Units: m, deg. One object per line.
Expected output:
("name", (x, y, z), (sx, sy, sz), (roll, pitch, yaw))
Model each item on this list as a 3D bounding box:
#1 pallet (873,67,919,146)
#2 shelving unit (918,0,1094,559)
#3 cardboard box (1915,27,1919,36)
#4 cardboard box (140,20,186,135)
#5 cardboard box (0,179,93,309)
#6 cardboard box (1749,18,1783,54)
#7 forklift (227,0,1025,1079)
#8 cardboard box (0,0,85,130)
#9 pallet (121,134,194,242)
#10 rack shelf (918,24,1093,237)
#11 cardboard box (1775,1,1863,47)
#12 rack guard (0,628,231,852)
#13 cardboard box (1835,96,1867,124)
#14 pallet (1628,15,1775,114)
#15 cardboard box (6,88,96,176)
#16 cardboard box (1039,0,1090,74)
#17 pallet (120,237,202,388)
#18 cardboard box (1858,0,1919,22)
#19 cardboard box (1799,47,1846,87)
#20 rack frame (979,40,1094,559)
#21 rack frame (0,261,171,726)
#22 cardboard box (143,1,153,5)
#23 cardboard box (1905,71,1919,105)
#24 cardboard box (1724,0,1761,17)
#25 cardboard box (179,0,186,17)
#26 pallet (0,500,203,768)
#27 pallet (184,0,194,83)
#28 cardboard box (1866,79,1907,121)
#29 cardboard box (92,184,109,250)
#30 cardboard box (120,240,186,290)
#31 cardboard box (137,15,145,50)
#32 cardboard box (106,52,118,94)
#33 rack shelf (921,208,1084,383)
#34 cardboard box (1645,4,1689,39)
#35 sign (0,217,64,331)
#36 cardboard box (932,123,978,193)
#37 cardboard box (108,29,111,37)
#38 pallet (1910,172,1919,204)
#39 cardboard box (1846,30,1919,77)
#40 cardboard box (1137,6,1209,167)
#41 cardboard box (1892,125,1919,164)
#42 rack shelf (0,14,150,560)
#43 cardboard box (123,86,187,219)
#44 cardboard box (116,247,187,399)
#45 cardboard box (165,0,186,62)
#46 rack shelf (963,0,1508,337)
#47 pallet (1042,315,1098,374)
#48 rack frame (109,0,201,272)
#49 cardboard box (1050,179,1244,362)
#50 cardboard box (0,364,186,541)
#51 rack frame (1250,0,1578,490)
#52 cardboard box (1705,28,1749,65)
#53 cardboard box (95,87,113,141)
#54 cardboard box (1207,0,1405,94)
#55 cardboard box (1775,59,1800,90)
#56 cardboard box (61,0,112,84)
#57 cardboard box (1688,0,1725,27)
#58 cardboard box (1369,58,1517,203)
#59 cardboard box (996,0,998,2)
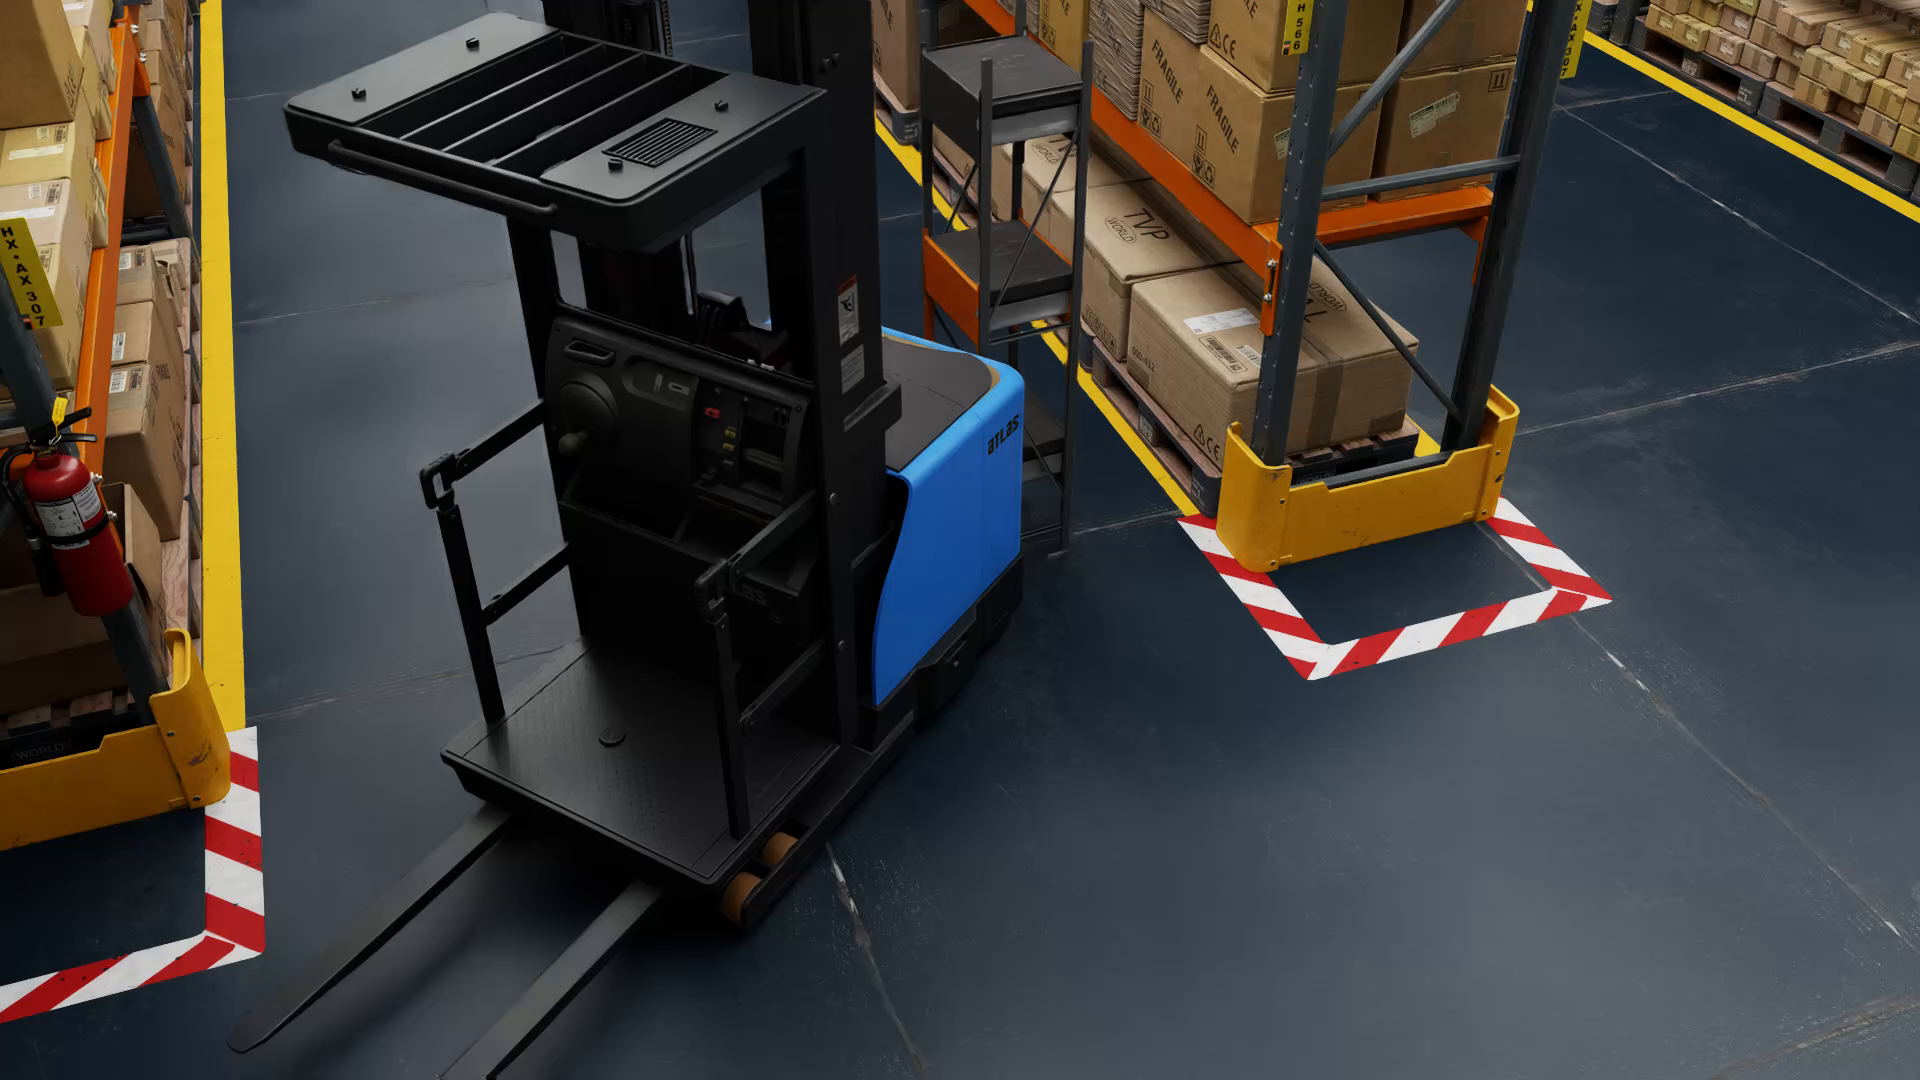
("pallet", (-0.088, -2.853, 10.362), (1.003, 0.211, 1.213), (-12, 39, -16))
("shelving unit", (0.149, -0.872, 6.163), (0.431, 2.100, 0.503), (-16, 40, -20))
("cardboard box", (5.729, -2.864, 9.585), (0.380, 0.149, 0.250), (-12, 39, -16))
("cardboard box", (-4.726, -2.588, 9.421), (0.500, 0.500, 0.500), (-14, 39, -17))
("cardboard box", (-3.111, -0.913, 5.346), (0.500, 0.250, 0.500), (-12, 39, -15))
("cardboard box", (5.065, -3.098, 10.143), (0.380, 0.149, 0.250), (-14, 39, -18))
("forklift", (-0.947, -0.293, 4.703), (1.130, 2.935, 3.031), (20, 41, 24))
("cardboard box", (-3.454, -1.775, 5.868), (0.500, 0.500, 0.500), (-11, 38, -15))
("pallet", (-4.726, -1.855, 9.037), (1.003, 0.211, 1.213), (-12, 39, -16))
("rack shelf", (0.149, -1.421, 5.750), (0.431, 0.518, 0.480), (-16, 40, -20))
("cardboard box", (5.080, -3.054, 9.837), (0.380, 0.149, 0.250), (-12, 39, -15))
("rack guard", (-3.060, 0.698, 5.408), (1.175, 0.500, 0.348), (-12, 39, -16))
("cardboard box", (5.332, -2.528, 9.634), (0.380, 0.149, 0.250), (-11, 38, -15))
("pallet", (5.126, -3.143, 10.747), (1.003, 0.211, 1.213), (-12, 39, -16))
("cardboard box", (-3.484, -1.483, 6.103), (0.500, 0.250, 0.500), (-13, 39, -17))
("cardboard box", (0.676, -2.409, 7.372), (0.500, 0.500, 0.500), (-11, 38, -15))
("pallet", (-4.175, -1.015, 7.922), (1.003, 0.211, 1.213), (-12, 39, -16))
("cardboard box", (5.642, -3.176, 10.000), (0.380, 0.149, 0.250), (-14, 39, -18))
("cardboard box", (5.165, -2.782, 9.723), (0.380, 0.149, 0.250), (-13, 39, -16))
("rack frame", (0.252, -0.739, 5.986), (0.400, 2.100, 0.015), (-16, 40, -20))
("rack frame", (-3.034, -0.257, 4.598), (1.000, 3.000, 0.127), (-12, 39, -16))
("cardboard box", (-4.949, -3.224, 9.726), (0.380, 0.149, 0.250), (-14, 39, -18))
("cardboard box", (5.403, -2.456, 9.043), (0.380, 0.149, 0.250), (-11, 38, -14))
("cardboard box", (4.958, -3.357, 10.240), (0.380, 0.149, 0.250), (-13, 39, -17))
("cardboard box", (-5.440, -3.752, 10.966), (0.500, 0.500, 0.500), (-11, 38, -15))
("pallet", (-3.335, 0.364, 6.092), (1.003, 0.211, 1.213), (-12, 39, -16))
("pallet", (-5.566, -3.233, 10.867), (1.003, 0.211, 1.213), (-12, 39, -16))
("cardboard box", (5.347, -2.488, 9.333), (0.380, 0.149, 0.250), (-11, 38, -14))
("cardboard box", (-3.286, -1.138, 5.976), (0.380, 0.149, 0.250), (-14, 39, -17))
("cardboard box", (-3.943, -1.292, 7.993), (0.380, 0.149, 0.250), (-14, 39, -17))
("cardboard box", (-4.709, -2.787, 9.146), (0.380, 0.149, 0.250), (-13, 39, -16))
("cardboard box", (-3.842, -2.004, 7.127), (0.380, 0.149, 0.250), (-11, 38, -15))
("rack shelf", (0.149, -0.861, 6.171), (0.431, 0.518, 0.480), (-16, 40, -20))
("cardboard box", (4.685, -3.386, 10.772), (0.380, 0.149, 0.250), (-14, 39, -18))
("sign", (-2.525, -0.716, 4.487), (0.100, 0.325, 0.005), (-12, 39, -16))
("cardboard box", (0.364, -2.314, 9.110), (0.875, 0.438, 0.875), (-13, 39, -17))
("cardboard box", (-4.064, -2.289, 7.504), (0.380, 0.149, 0.250), (-12, 39, -15))
("pallet", (5.966, -1.764, 8.917), (1.003, 0.211, 1.213), (-12, 39, -16))
("cardboard box", (5.299, -2.770, 9.460), (0.380, 0.149, 0.250), (-12, 39, -16))
("cardboard box", (1.052, -1.831, 6.605), (0.500, 0.500, 0.500), (-13, 39, -17))
("cardboard box", (5.424, -2.212, 9.213), (0.380, 0.149, 0.250), (-14, 39, -18))
("rack shelf", (-3.722, -1.100, 6.315), (1.077, 0.370, 4.000), (-12, 39, -16))
("cardboard box", (-4.366, -2.006, 8.649), (0.500, 0.500, 0.500), (-11, 38, -14))
("cardboard box", (-3.770, -0.869, 7.139), (0.700, 0.500, 0.500), (-14, 39, -18))
("cardboard box", (-5.095, -3.172, 10.196), (0.500, 0.500, 0.500), (-11, 38, -14))
("rack shelf", (0.937, -2.130, 7.682), (1.077, 0.370, 4.000), (-12, 39, -16))
("pallet", (0.860, -1.297, 8.296), (1.003, 0.211, 1.213), (-12, 39, -16))
("rack frame", (-4.411, -2.517, 7.598), (1.000, 3.000, 0.127), (-12, 39, -16))
("cardboard box", (0.981, -1.299, 7.762), (0.875, 0.438, 0.875), (-11, 38, -15))
("cardboard box", (-3.413, -0.283, 6.361), (0.700, 0.500, 0.500), (-11, 38, -14))
("rack frame", (1.625, -1.287, 5.966), (1.000, 3.000, 0.127), (-12, 39, -16))
("cardboard box", (4.911, -3.105, 10.400), (0.380, 0.149, 0.250), (-13, 39, -16))
("cardboard box", (-3.662, -1.712, 6.739), (0.380, 0.149, 0.250), (-13, 39, -17))
("cardboard box", (1.236, -1.949, 5.931), (0.500, 0.500, 0.500), (-11, 38, -14))
("cardboard box", (5.171, -2.828, 10.031), (0.380, 0.149, 0.250), (-14, 39, -18))
("cardboard box", (-3.820, -2.059, 6.867), (0.500, 0.250, 0.500), (-12, 39, -16))
("cardboard box", (4.857, -3.381, 10.519), (0.380, 0.149, 0.250), (-12, 39, -16))
("cardboard box", (1.730, -1.658, 6.374), (0.500, 0.500, 0.500), (-13, 39, -16))
("cardboard box", (0.334, -2.982, 8.133), (0.500, 0.500, 0.500), (-12, 39, -16))
